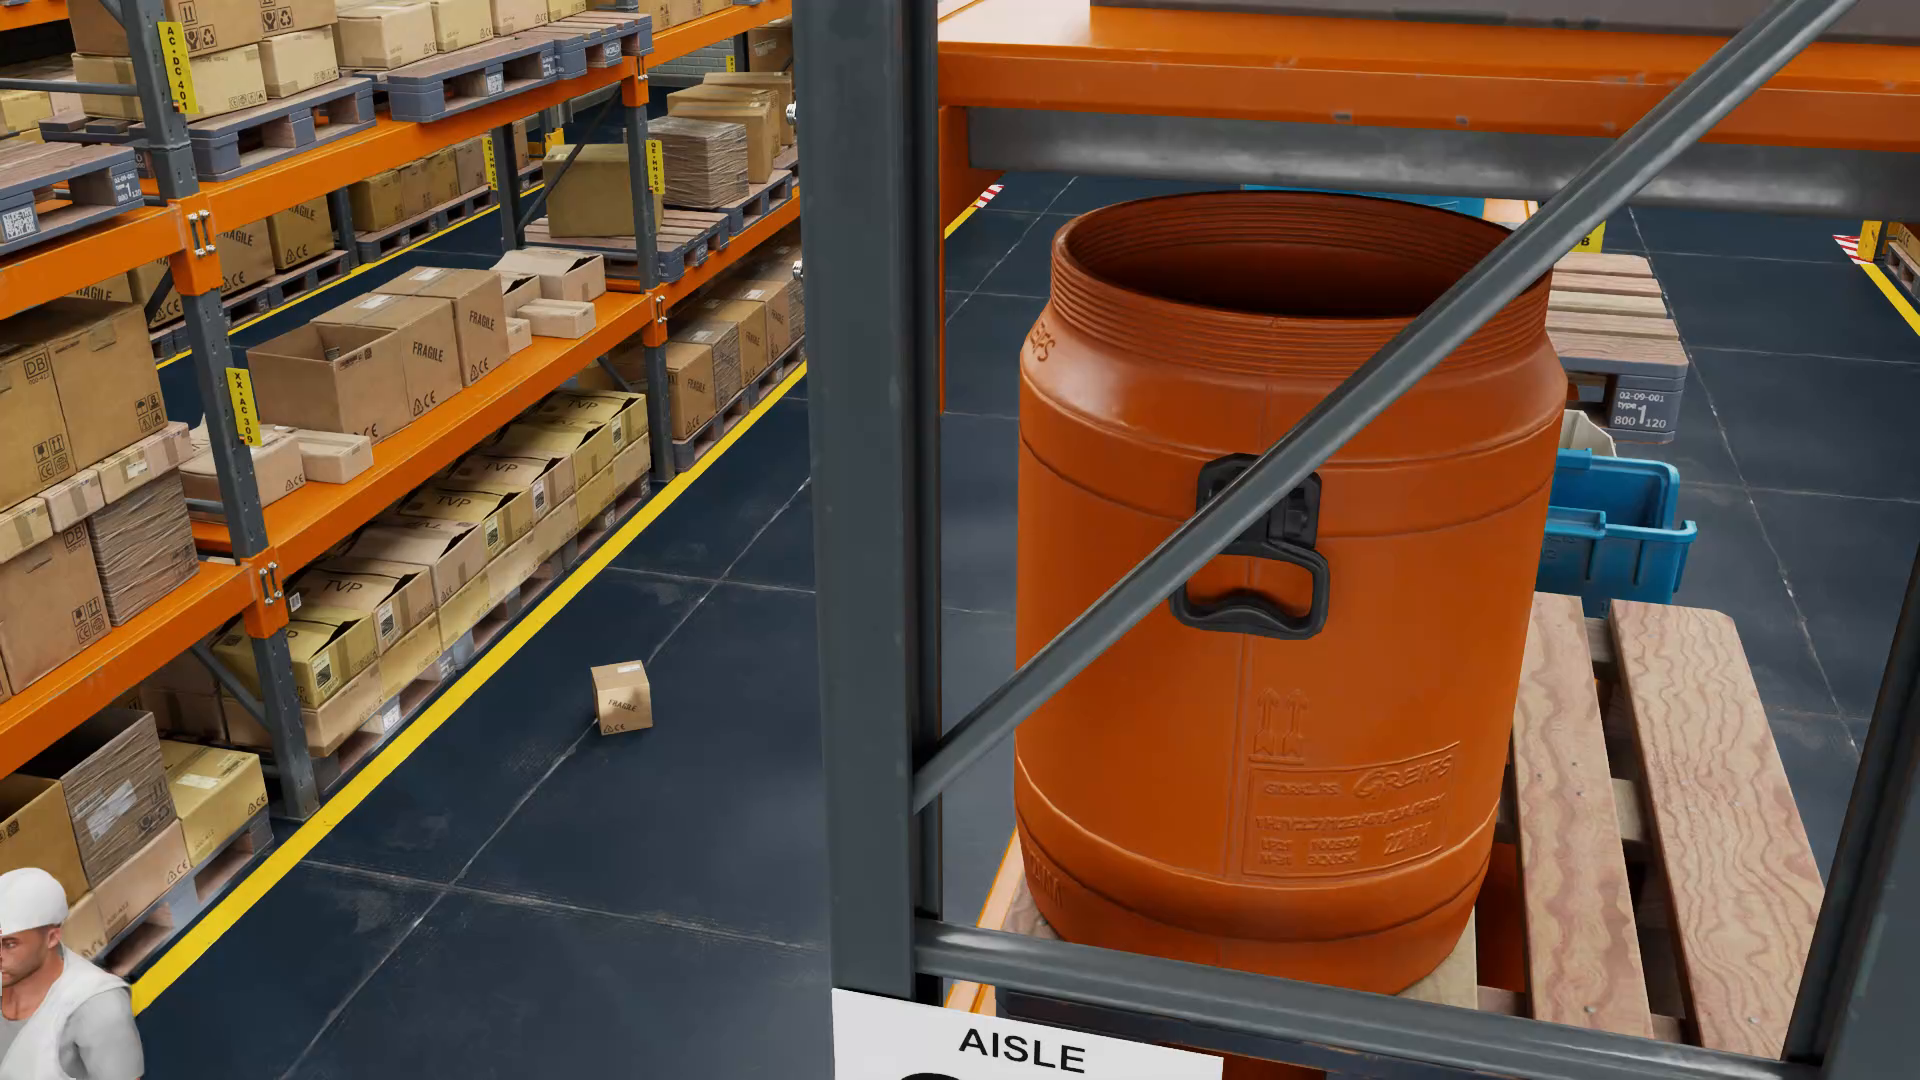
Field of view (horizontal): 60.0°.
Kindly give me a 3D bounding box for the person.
[{"bbox_3d":[-2.418,1.680,4.510,0.583,1.747,1.035,9,27,19],"label":"person"}]
